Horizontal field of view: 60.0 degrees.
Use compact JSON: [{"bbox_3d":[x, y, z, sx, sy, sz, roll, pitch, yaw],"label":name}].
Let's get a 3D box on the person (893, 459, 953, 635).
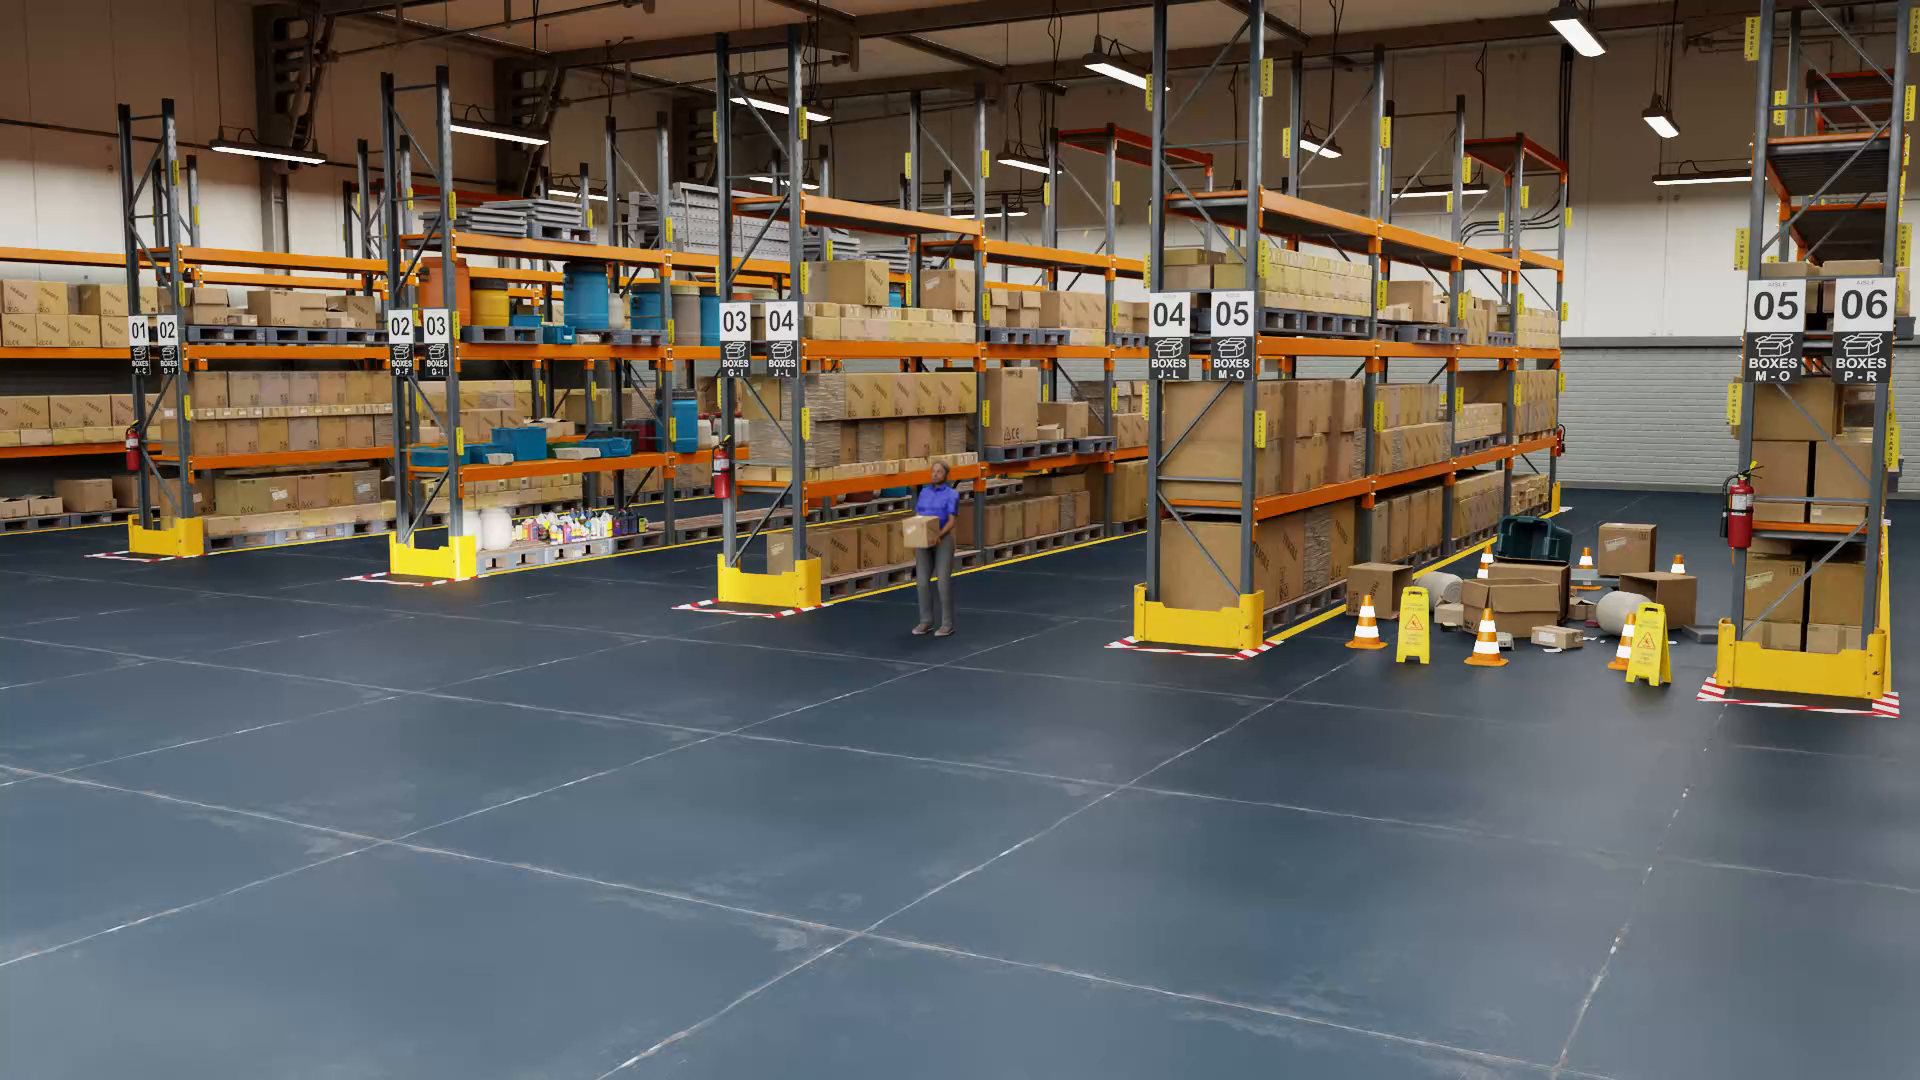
[{"bbox_3d":[-0.328,0.067,15.725,0.489,1.656,0.485,6,8,42],"label":"person"}]
